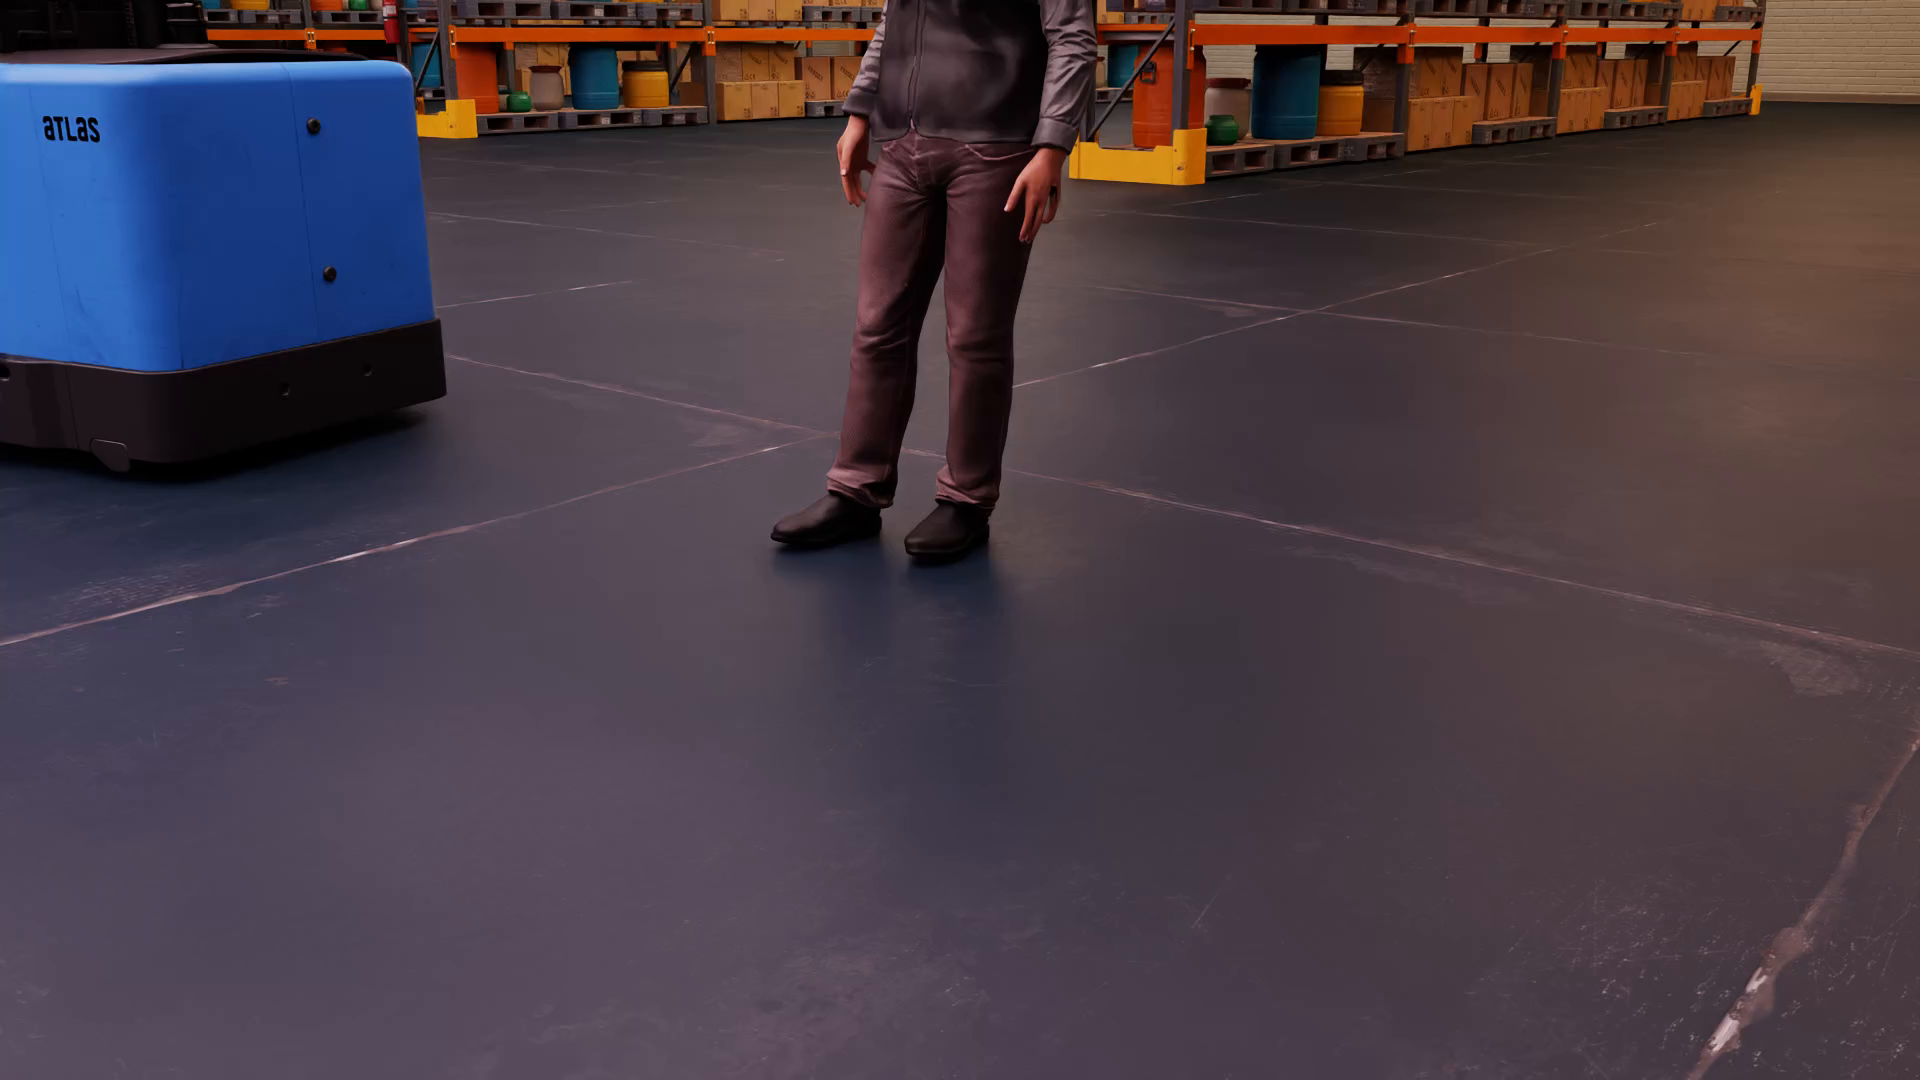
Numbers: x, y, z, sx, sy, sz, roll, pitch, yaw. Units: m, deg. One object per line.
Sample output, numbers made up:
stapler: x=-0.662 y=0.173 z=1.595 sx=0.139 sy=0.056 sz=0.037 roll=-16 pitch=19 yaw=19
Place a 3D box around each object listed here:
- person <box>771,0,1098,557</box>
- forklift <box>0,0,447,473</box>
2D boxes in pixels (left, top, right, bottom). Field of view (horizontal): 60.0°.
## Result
person: x=-0.046 y=-0.818 z=3.649 sx=0.632 sy=1.720 sz=0.568 roll=13 pitch=21 yaw=37
forklift: x=-3.151 y=-1.859 z=5.019 sx=3.031 sy=2.935 sz=1.130 roll=8 pitch=19 yaw=26
